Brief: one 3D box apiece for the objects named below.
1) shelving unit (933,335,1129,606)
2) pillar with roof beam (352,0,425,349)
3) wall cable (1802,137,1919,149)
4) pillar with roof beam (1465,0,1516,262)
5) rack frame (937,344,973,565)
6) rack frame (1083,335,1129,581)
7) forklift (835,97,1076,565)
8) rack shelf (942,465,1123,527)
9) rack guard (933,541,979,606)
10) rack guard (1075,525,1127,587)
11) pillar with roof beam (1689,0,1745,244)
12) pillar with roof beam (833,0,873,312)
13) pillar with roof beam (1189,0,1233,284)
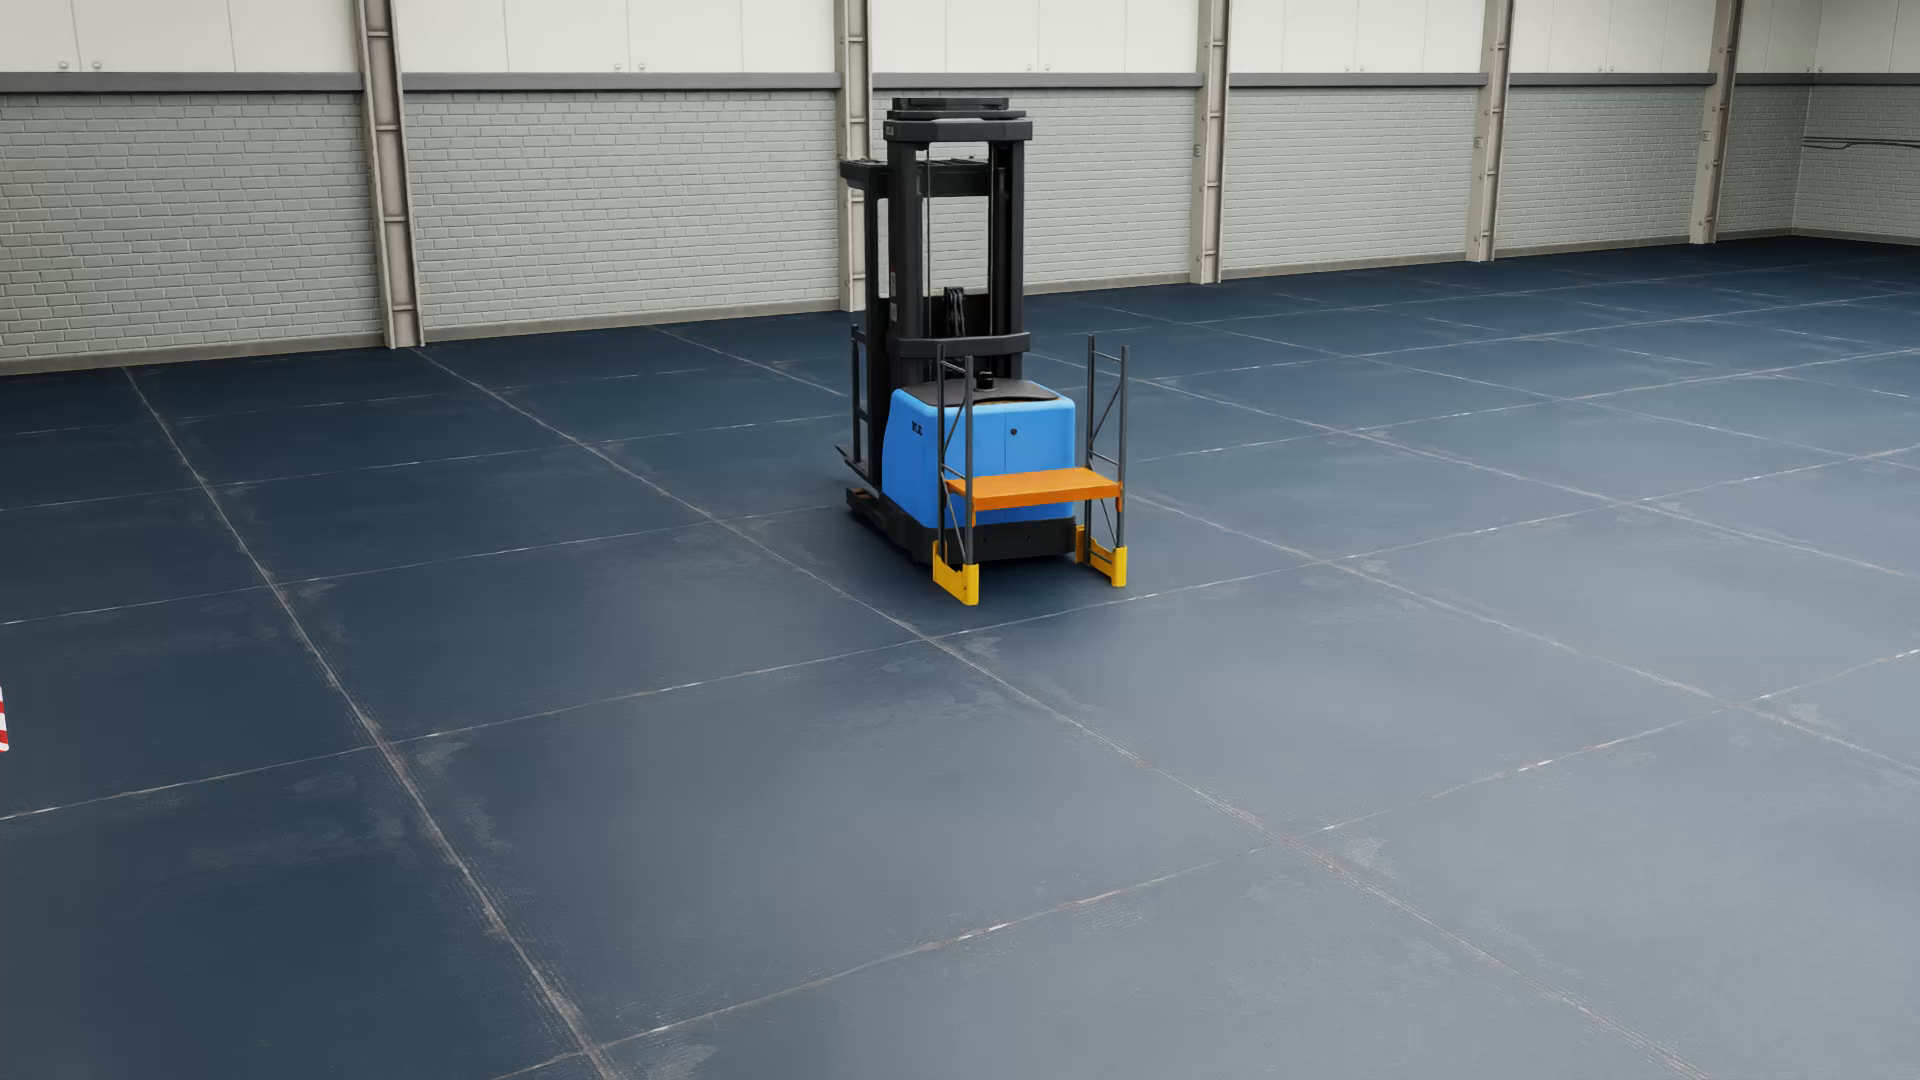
[{"bbox_3d":[0.432,-0.454,10.250,1.083,1.500,0.587,-6,17,-21],"label":"shelving unit"},{"bbox_3d":[-4.317,-5.625,14.805,0.400,9.000,9.100,-9,18,-30],"label":"pillar with roof beam"},{"bbox_3d":[17.245,-8.566,31.048,0.112,2.526,3.097,-9,18,-30],"label":"wall cable"},{"bbox_3d":[11.113,-8.127,23.731,0.400,9.000,9.100,-9,18,-30],"label":"pillar with roof beam"},{"bbox_3d":[-0.031,-0.403,10.070,0.032,1.500,0.500,-6,17,-21],"label":"rack frame"},{"bbox_3d":[0.912,-0.506,10.435,0.032,1.500,0.500,-6,17,-21],"label":"rack frame"},{"bbox_3d":[-0.194,-1.604,11.703,1.130,2.935,3.031,-5,16,-18],"label":"forklift"},{"bbox_3d":[0.441,-0.281,10.301,1.000,0.185,0.538,-6,17,-21],"label":"rack shelf"},{"bbox_3d":[-0.030,0.198,10.240,0.087,0.250,0.587,-6,17,-21],"label":"rack guard"},{"bbox_3d":[0.894,0.098,10.597,0.087,0.250,0.587,-6,17,-21],"label":"rack guard"},{"bbox_3d":[16.256,-8.961,26.706,0.400,9.000,9.100,-9,18,-30],"label":"pillar with roof beam"},{"bbox_3d":[0.827,-6.459,17.780,0.400,9.000,9.100,-9,18,-30],"label":"pillar with roof beam"},{"bbox_3d":[5.970,-7.293,20.756,0.400,9.000,9.100,-9,18,-30],"label":"pillar with roof beam"}]
